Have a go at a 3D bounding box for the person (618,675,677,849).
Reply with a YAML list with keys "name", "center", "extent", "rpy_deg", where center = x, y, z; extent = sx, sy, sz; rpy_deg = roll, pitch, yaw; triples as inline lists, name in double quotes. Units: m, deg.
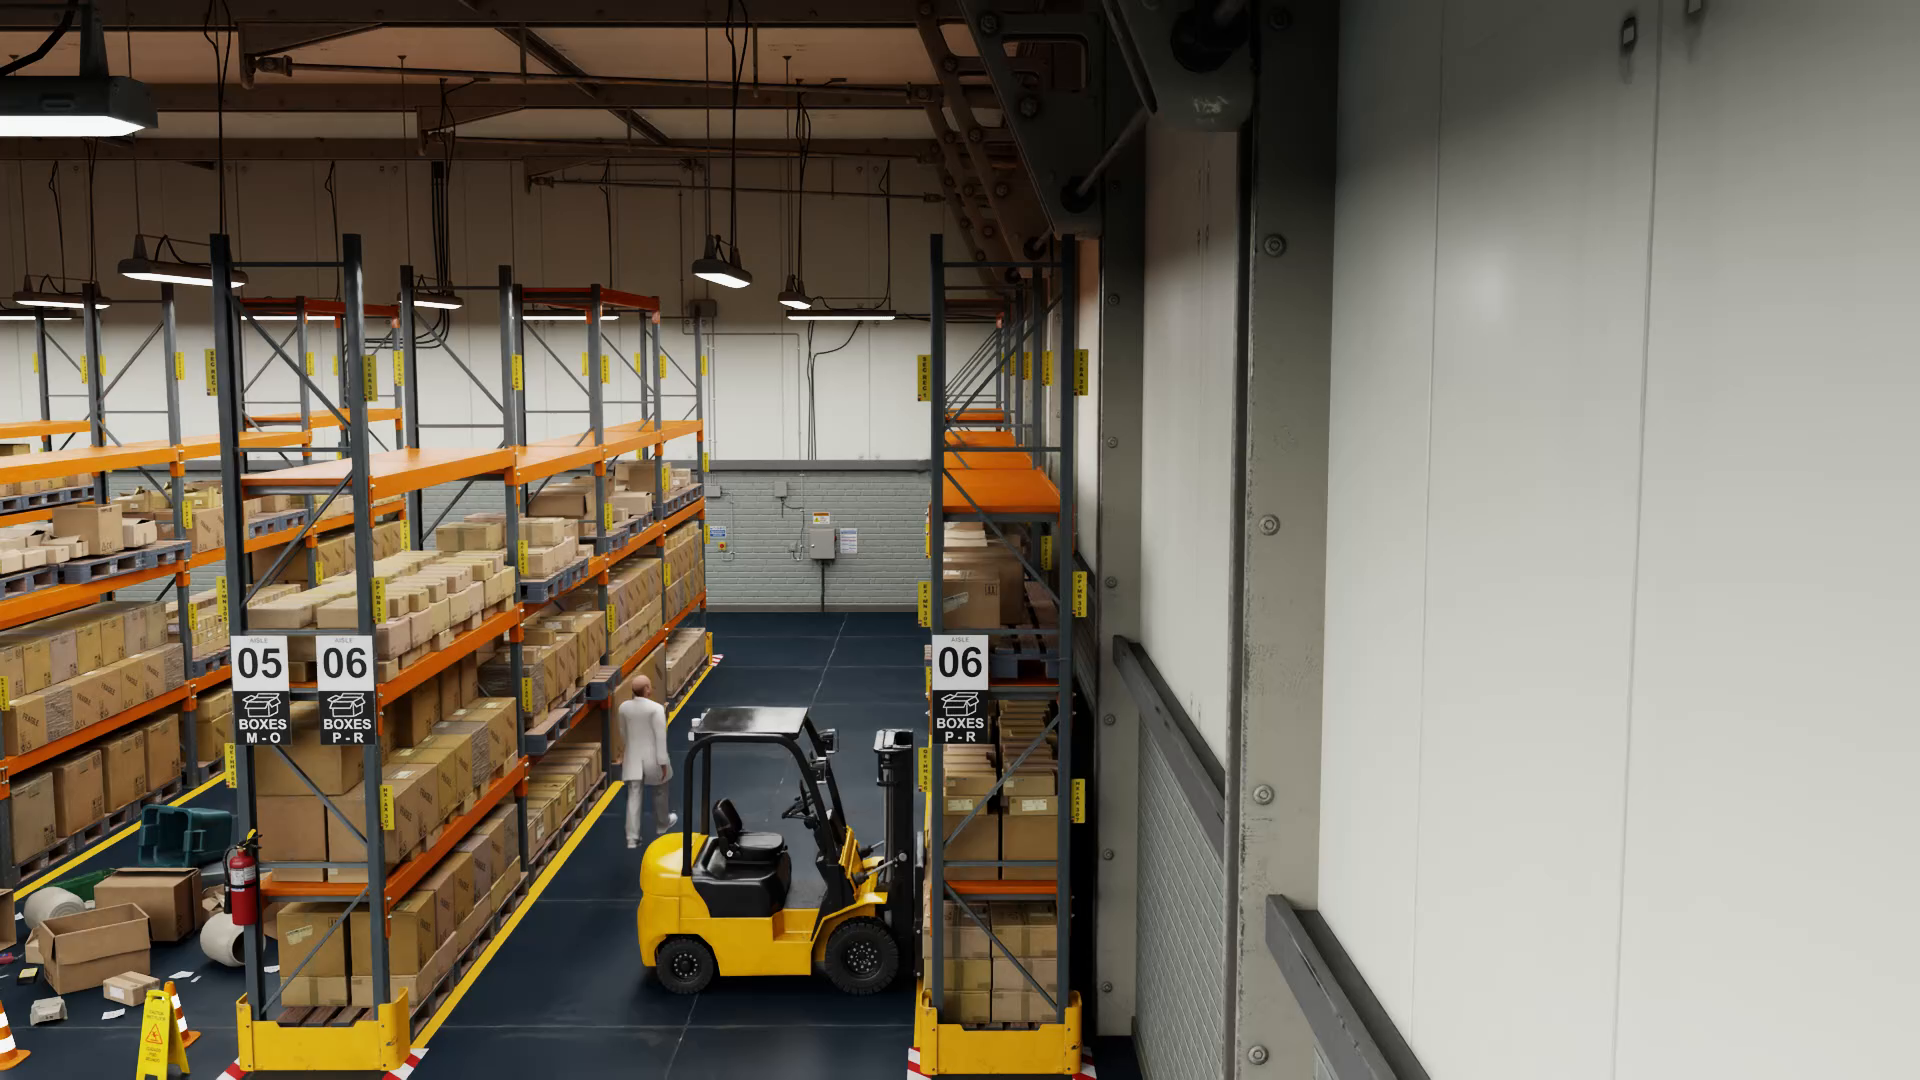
- name: "person"
  center: [-3.209, 2.217, 16.944]
  extent: [0.548, 1.727, 1.096]
  rpy_deg: [0, 6, 0]
